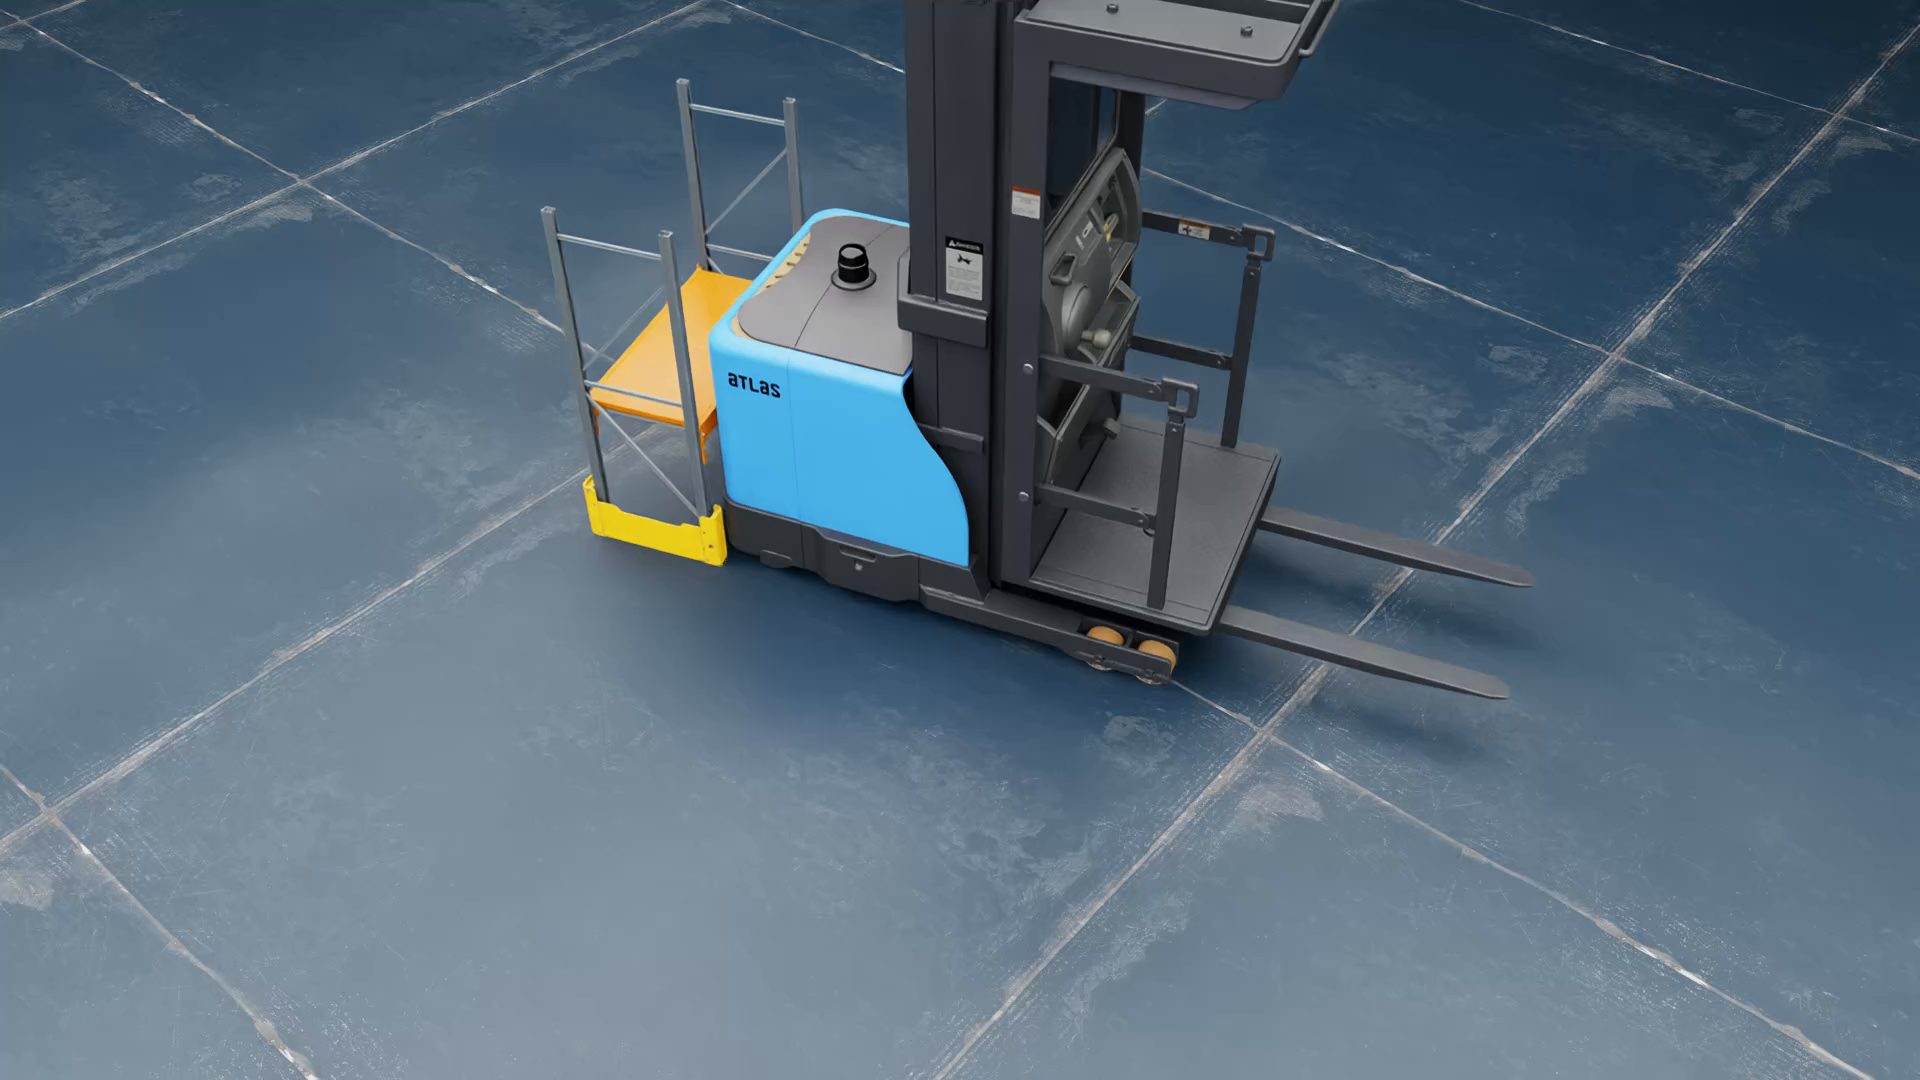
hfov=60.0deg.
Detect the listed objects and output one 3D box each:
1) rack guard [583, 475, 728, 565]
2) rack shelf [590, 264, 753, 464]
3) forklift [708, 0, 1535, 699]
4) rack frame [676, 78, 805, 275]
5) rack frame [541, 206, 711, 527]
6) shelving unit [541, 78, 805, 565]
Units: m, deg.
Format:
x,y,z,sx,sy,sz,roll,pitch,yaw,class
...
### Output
x,y,z,sx,sy,sz,roll,pitch,yaw,class
-1.218,-0.081,6.653,0.587,0.250,0.087,14,44,15,rack guard
-1.043,-0.730,6.706,0.538,0.185,1.000,14,44,15,rack shelf
0.640,-0.957,5.624,3.031,2.935,1.130,15,44,16,forklift
-0.868,-1.185,6.938,0.500,1.500,0.032,14,44,15,rack frame
-1.218,-0.543,6.232,0.500,1.500,0.032,14,44,15,rack frame
-1.046,-0.858,6.579,0.587,1.500,1.083,14,44,15,shelving unit
